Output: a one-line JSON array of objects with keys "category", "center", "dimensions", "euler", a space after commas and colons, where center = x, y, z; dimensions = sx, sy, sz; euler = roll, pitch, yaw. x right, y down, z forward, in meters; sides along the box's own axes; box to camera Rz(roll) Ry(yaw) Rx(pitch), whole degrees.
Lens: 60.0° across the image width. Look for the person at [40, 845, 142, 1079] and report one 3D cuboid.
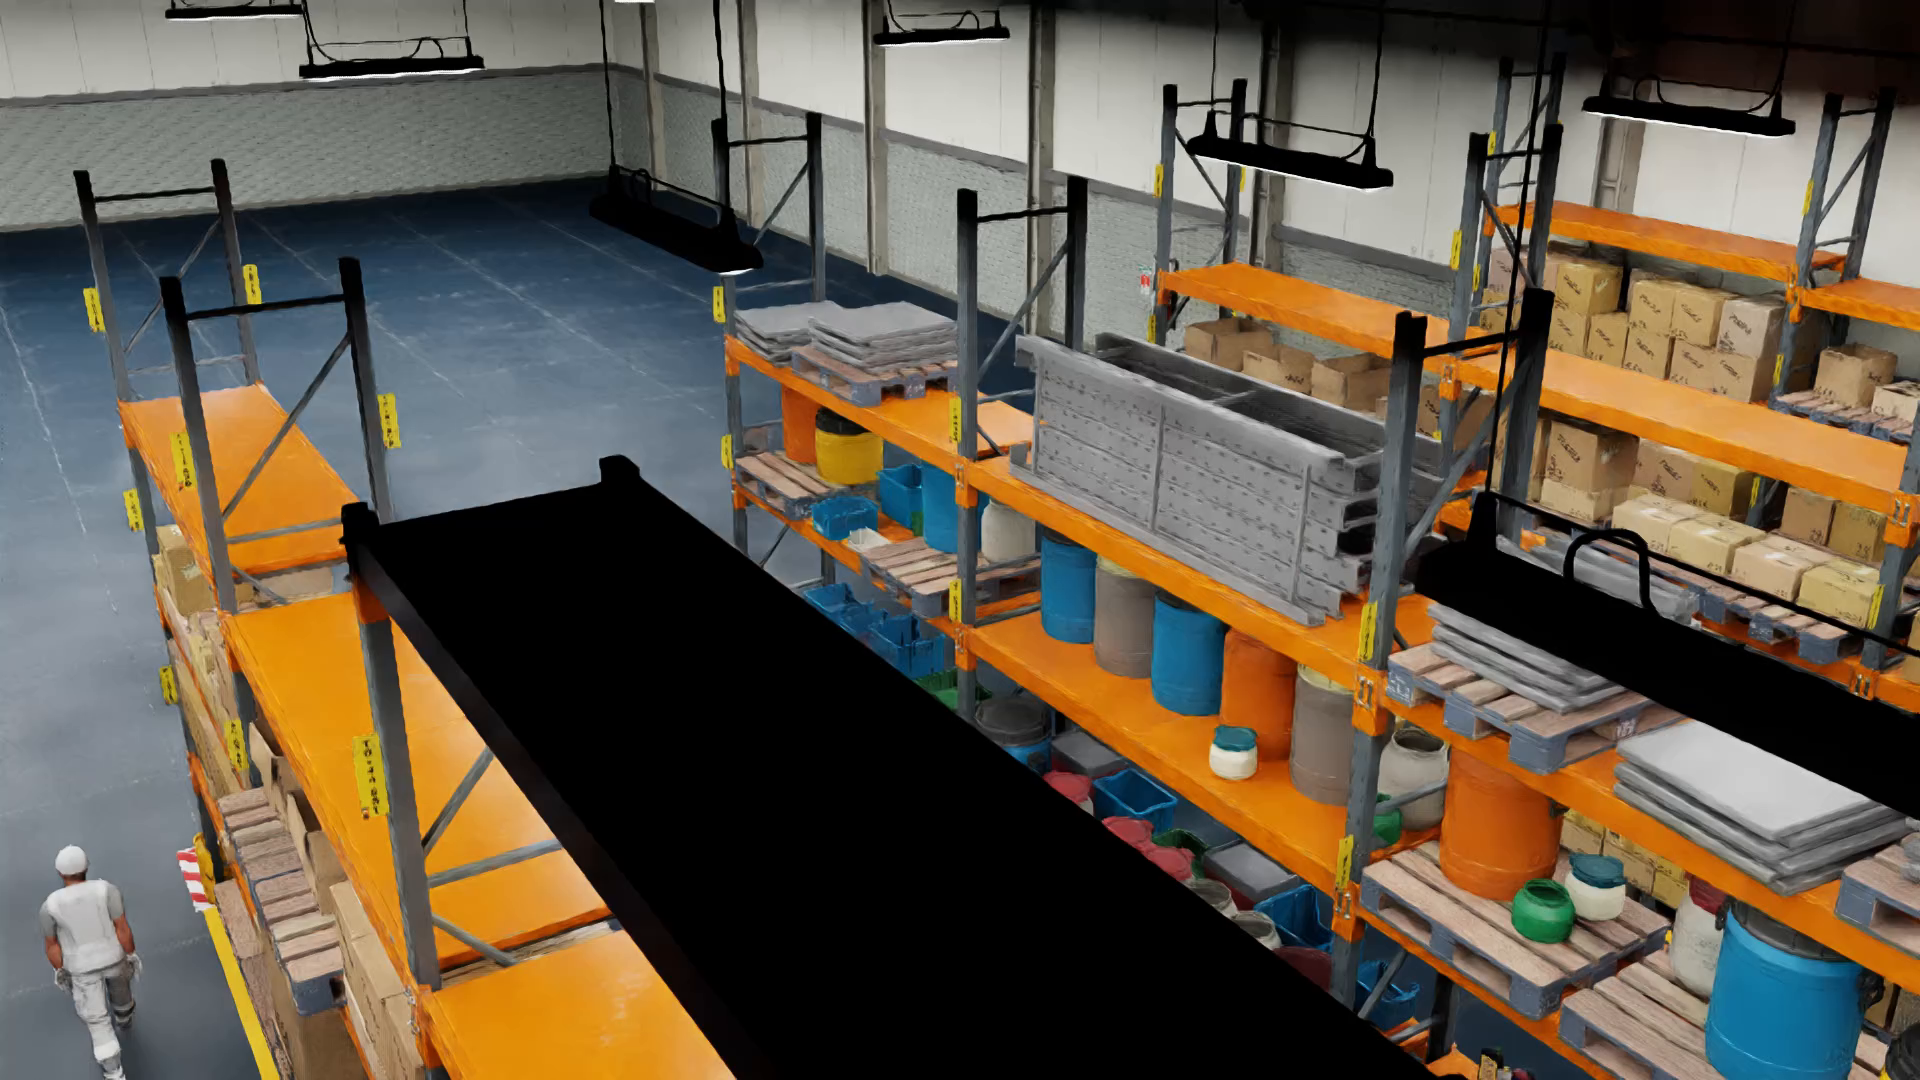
[{"category": "person", "center": [-6.129, 2.931, 11.754], "dimensions": [0.550, 1.709, 1.128], "euler": [-14, 26, -32]}]
